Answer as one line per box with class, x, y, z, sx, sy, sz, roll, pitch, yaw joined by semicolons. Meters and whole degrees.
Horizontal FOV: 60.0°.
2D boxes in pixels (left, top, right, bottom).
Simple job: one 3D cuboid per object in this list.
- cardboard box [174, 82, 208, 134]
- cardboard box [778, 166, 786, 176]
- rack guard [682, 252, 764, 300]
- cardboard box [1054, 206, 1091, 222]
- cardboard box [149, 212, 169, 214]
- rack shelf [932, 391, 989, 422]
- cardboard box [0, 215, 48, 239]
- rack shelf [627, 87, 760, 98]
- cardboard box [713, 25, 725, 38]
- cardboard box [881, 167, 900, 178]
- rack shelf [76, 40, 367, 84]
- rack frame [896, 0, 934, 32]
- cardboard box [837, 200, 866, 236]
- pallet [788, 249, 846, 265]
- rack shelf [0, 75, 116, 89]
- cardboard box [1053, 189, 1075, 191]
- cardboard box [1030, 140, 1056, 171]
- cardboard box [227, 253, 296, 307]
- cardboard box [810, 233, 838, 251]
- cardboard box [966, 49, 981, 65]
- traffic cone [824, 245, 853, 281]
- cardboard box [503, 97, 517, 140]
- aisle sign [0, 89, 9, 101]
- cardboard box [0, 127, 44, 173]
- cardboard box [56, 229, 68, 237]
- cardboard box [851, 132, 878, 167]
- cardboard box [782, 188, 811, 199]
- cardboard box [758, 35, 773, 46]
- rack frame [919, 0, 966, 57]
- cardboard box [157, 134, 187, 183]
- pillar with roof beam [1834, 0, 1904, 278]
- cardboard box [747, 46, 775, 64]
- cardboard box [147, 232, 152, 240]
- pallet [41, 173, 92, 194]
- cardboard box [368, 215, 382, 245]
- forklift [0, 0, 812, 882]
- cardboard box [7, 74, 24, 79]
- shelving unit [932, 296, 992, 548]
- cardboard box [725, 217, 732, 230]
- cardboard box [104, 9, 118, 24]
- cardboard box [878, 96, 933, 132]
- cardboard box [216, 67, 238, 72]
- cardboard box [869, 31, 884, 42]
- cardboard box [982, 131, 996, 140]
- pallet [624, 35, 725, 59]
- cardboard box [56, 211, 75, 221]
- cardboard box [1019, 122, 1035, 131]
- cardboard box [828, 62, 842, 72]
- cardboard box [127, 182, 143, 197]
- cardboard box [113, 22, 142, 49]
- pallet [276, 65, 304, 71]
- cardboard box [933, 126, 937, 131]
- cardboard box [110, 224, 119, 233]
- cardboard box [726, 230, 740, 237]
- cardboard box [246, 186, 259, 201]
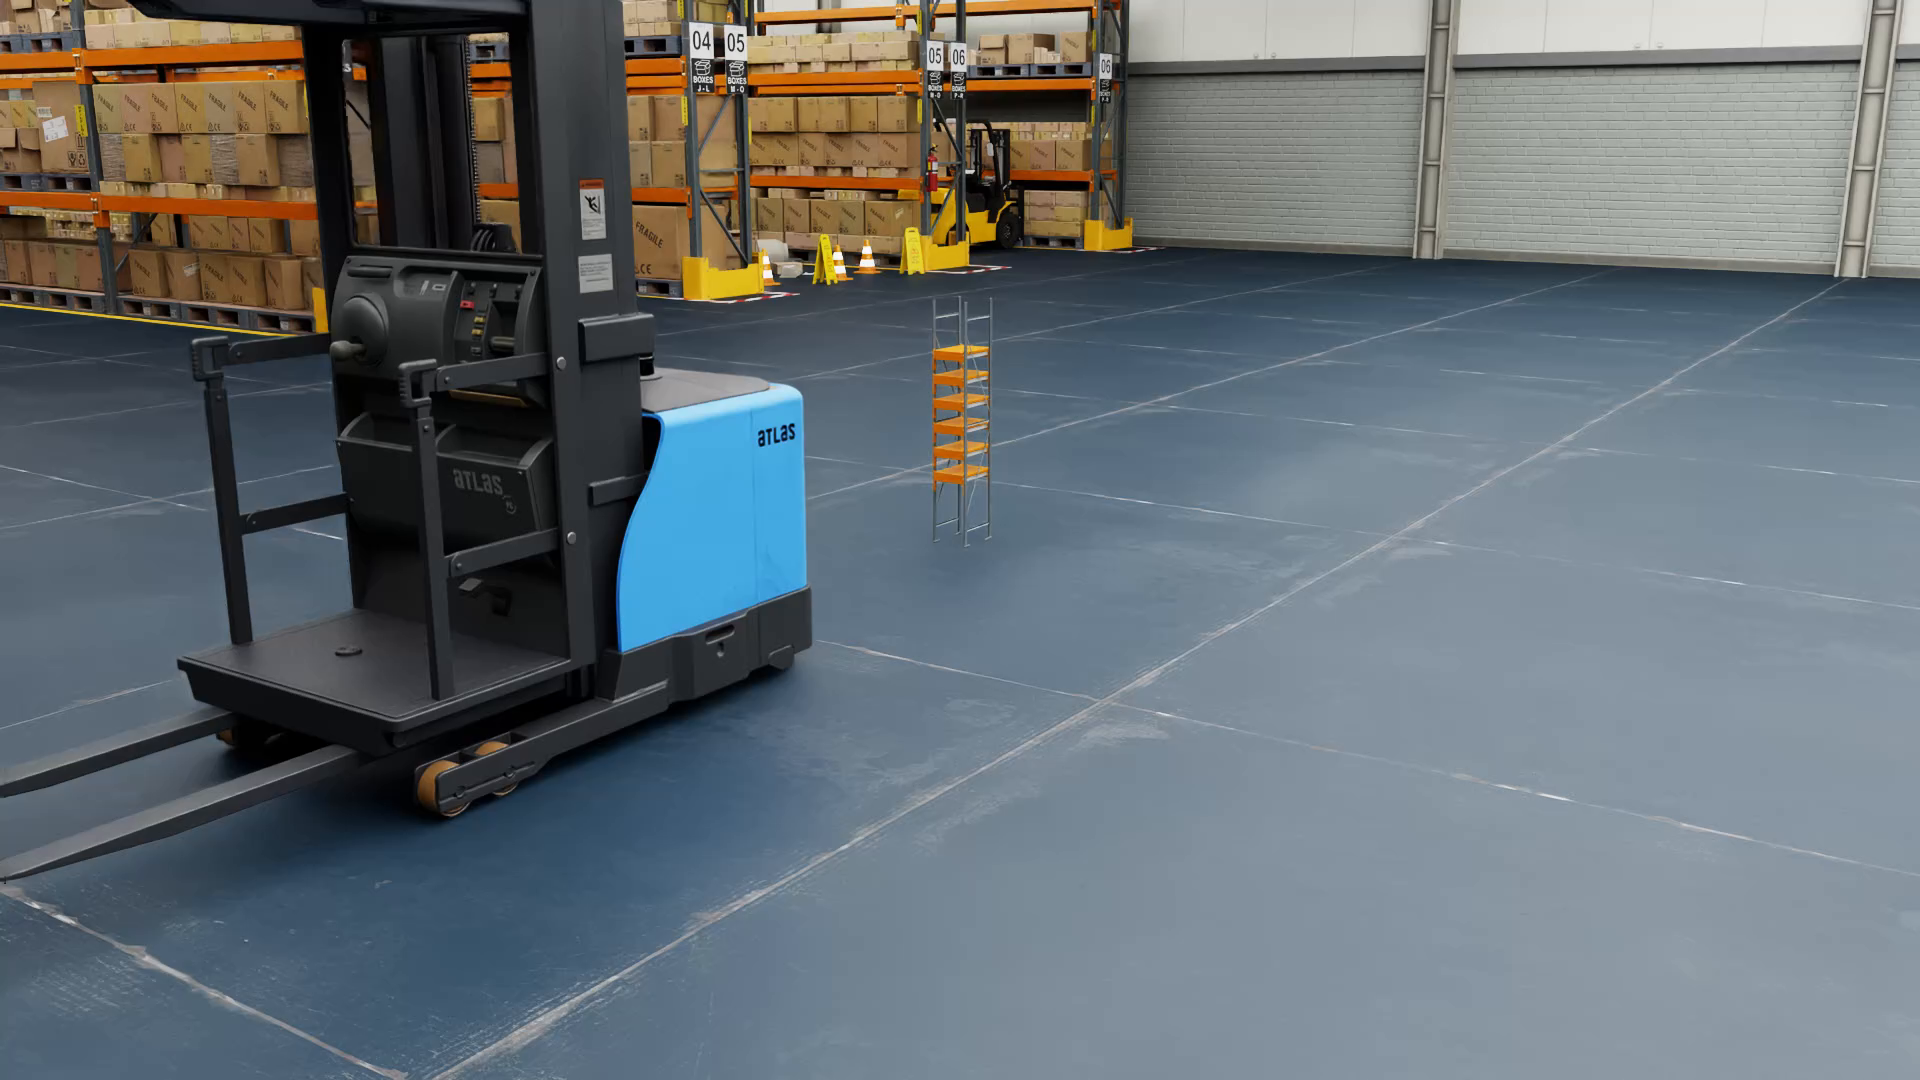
cardboard box;-7.609;-4.402;16.954;0.500;0.500;0.500;9;17;33
cardboard box;-2.579;-5.658;25.461;0.250;0.149;0.380;9;17;33
rack guard;-2.901;-3.256;20.434;0.348;0.500;1.175;9;17;33
cardboard box;1.946;-5.578;28.420;0.500;0.250;0.500;9;16;32
cardboard box;-12.413;-5.284;26.194;0.500;0.250;0.500;8;16;30
rack shelf;0.012;-0.654;8.153;0.180;0.103;0.258;9;17;33
cardboard box;-11.393;-3.781;20.080;0.500;0.250;0.500;12;18;39
rack shelf;-5.773;-8.911;33.332;4.000;0.370;1.077;9;17;33
cardboard box;-3.027;-6.169;20.198;0.250;0.149;0.380;9;17;33
cardboard box;-0.944;-5.370;24.297;0.250;0.149;0.380;9;16;32
rack shelf;-7.433;-4.872;17.016;4.000;0.370;1.077;9;17;33
rack frame;-0.794;-9.911;29.635;0.127;3.000;1.000;9;17;33
cardboard box;-1.488;-4.831;24.882;0.500;0.500;0.500;10;17;35
pallet;-1.968;-4.409;25.695;1.213;0.211;1.003;9;17;33
rack shelf;-14.538;-7.457;27.457;4.000;0.370;1.077;9;17;33
cardboard box;1.815;-5.986;29.029;0.500;0.250;0.500;9;17;33
cardboard box;1.545;-6.596;28.520;0.500;0.500;0.500;10;17;35
cardboard box;-7.306;-2.735;17.459;0.500;0.500;0.500;11;18;38
cardboard box;-1.926;-4.537;25.256;0.500;0.250;0.500;8;16;31
cardboard box;0.268;-8.383;28.900;0.258;0.266;0.396;9;16;31
traffic cone;-1.656;-3.775;22.609;0.334;0.463;0.336;9;17;33
cardboard box;-5.432;-5.499;21.734;0.550;0.550;0.875;9;17;33
aisle sign;-16.425;-7.830;28.300;0.004;0.787;0.394;9;17;33
cardboard box;-10.582;-4.501;19.175;0.637;0.503;0.797;11;18;38
cardboard box;-14.895;-5.131;27.867;0.250;0.149;0.380;8;16;30
cardboard box;-1.259;-5.752;24.488;0.500;0.500;0.500;9;17;33
cardboard box;-2.500;-5.291;25.394;0.250;0.149;0.380;10;17;36
cardboard box;-2.833;-7.516;25.064;0.250;0.149;0.380;9;17;32
rack frame;-0.242;-8.385;23.468;0.127;3.000;1.000;9;17;33
cardboard box;-7.887;-4.032;17.543;0.500;0.500;0.875;9;17;33
pillar with roof beam;10.005;-7.180;18.602;0.400;9.000;9.100;9;17;33
cardboard box;-2.916;-7.356;25.247;0.500;0.250;0.500;9;17;32
cardboard box;-13.222;-5.050;27.540;0.250;0.149;0.380;10;17;34
pallet;-9.645;-4.072;18.928;1.213;0.211;1.003;9;17;33
cardboard box;-7.604;-4.316;23.323;0.750;0.750;1.050;9;17;33
forklift;-1.799;-0.723;5.145;1.130;2.935;3.031;9;17;32
cardboard box;-15.533;-7.818;27.734;0.500;0.250;0.500;10;17;35
shelving unit;0.012;-0.580;8.171;0.189;1.200;0.258;9;17;33
cardboard box;-3.998;-5.007;26.903;0.625;0.372;0.950;9;17;34
cardboard box;-8.736;-5.483;17.469;0.250;0.149;0.380;8;16;30
cardboard box;-0.788;-6.176;24.122;0.500;0.500;0.700;9;16;31
cardboard box;-10.597;-7.140;24.473;0.500;0.500;0.500;9;17;33
cardboard box;-1.102;-7.253;24.002;0.250;0.149;0.380;9;16;32
cardboard box;0.595;-7.056;29.027;0.250;0.149;0.380;9;16;32
pallet;-3.542;-5.983;20.190;1.213;0.211;1.003;9;17;33
cardboard box;-14.849;-5.416;27.781;0.250;0.149;0.380;9;17;34
cardboard box;1.213;-7.094;28.562;0.250;0.149;0.380;10;17;34
cardboard box;-1.741;-6.976;24.543;0.250;0.149;0.380;9;16;31
cardboard box;-8.659;-3.758;17.786;0.250;0.149;0.380;9;17;33
cardboard box;-8.420;-5.235;17.298;0.500;0.250;0.500;9;17;32
pallet;-8.995;-6.834;23.837;1.003;0.211;1.213;10;17;35
cardboard box;-0.418;-7.392;29.764;0.250;0.149;0.380;9;17;34
cardboard box;-13.549;-5.058;26.955;0.250;0.149;0.380;8;16;30
cardboard box;-3.432;-4.382;24.979;0.500;0.500;0.500;-4;14;-16
cardboard box;-6.951;-3.507;16.771;0.250;0.149;0.380;9;17;33
